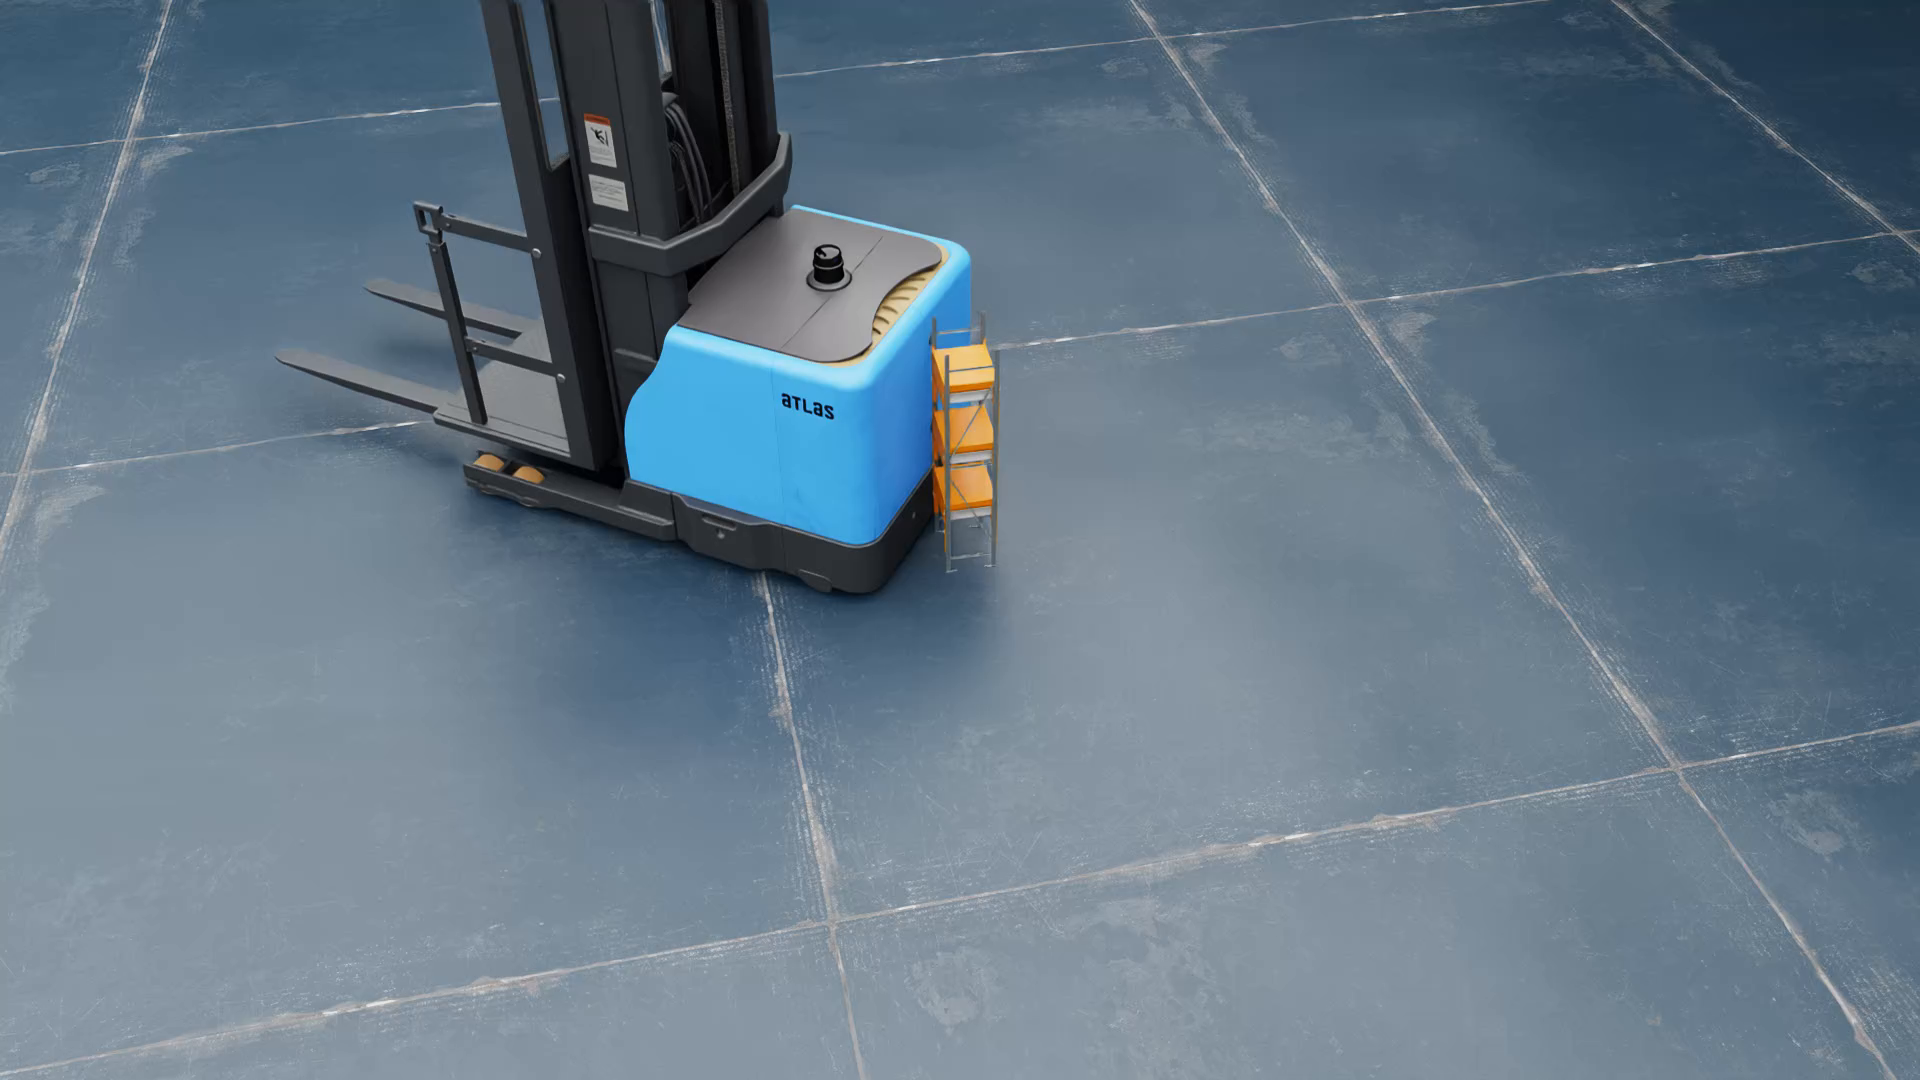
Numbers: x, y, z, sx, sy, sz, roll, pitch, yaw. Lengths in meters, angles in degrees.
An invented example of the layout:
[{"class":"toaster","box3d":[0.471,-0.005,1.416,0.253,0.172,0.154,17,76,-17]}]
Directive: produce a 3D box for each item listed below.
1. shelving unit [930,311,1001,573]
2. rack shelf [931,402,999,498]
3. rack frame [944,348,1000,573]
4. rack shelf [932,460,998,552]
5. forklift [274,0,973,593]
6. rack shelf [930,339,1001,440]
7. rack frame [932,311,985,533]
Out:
[{"class":"shelving unit","box3d":[0.019,-0.355,6.360,0.215,1.050,0.252,-8,42,-9]},{"class":"rack shelf","box3d":[0.019,-0.348,6.367,0.215,0.259,0.240,-8,42,-9]},{"class":"rack frame","box3d":[0.043,-0.276,6.270,0.200,1.050,0.008,-8,42,-9]},{"class":"rack shelf","box3d":[0.019,-0.140,6.551,0.215,0.259,0.240,-8,42,-9]},{"class":"forklift","box3d":[-1.507,-1.538,6.274,3.031,2.935,1.130,16,44,18]},{"class":"rack shelf","box3d":[0.019,-0.560,6.178,0.215,0.259,0.240,-8,42,-9]},{"class":"rack frame","box3d":[-0.005,-0.435,6.449,0.200,1.050,0.008,-8,42,-9]}]
